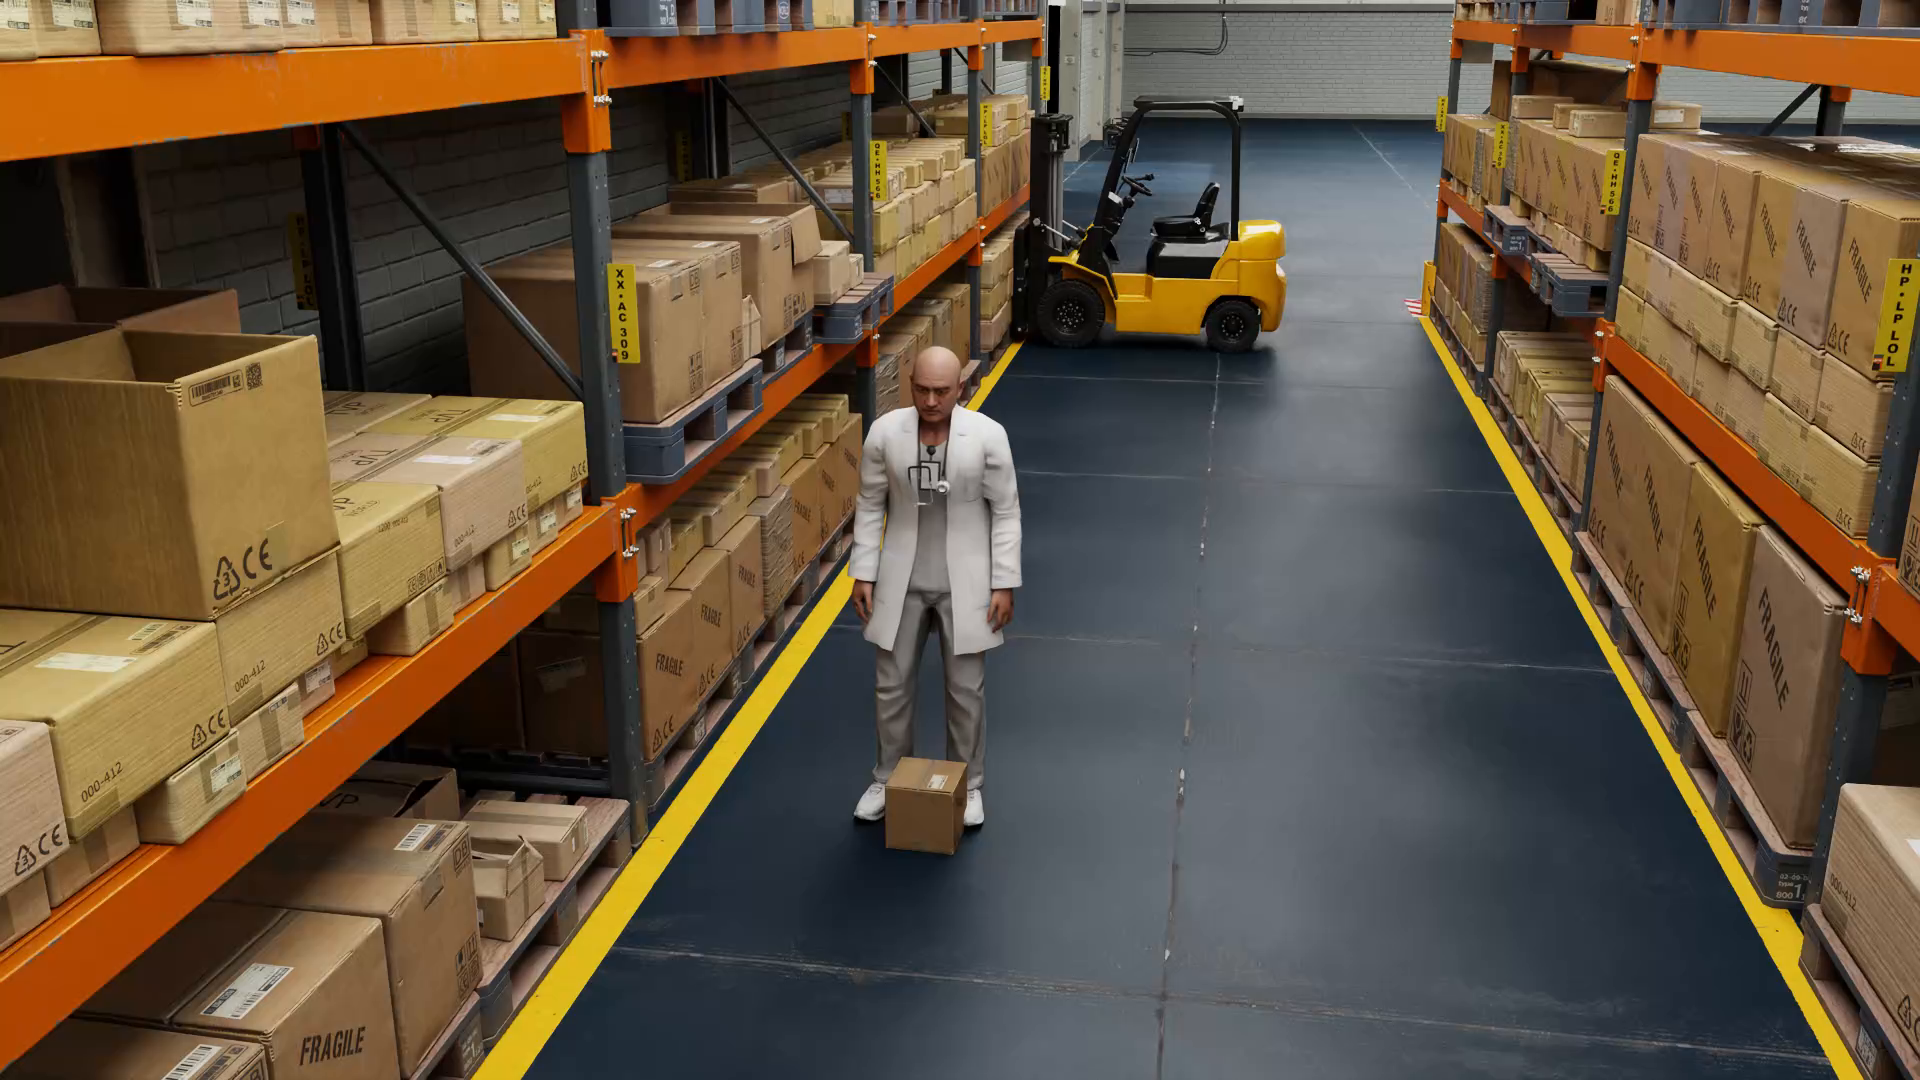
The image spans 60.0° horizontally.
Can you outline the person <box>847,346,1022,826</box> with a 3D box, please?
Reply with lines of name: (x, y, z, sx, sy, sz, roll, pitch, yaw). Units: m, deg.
person: (-0.098, 0.165, 6.057, 0.633, 1.774, 0.423, 3, 18, 9)
